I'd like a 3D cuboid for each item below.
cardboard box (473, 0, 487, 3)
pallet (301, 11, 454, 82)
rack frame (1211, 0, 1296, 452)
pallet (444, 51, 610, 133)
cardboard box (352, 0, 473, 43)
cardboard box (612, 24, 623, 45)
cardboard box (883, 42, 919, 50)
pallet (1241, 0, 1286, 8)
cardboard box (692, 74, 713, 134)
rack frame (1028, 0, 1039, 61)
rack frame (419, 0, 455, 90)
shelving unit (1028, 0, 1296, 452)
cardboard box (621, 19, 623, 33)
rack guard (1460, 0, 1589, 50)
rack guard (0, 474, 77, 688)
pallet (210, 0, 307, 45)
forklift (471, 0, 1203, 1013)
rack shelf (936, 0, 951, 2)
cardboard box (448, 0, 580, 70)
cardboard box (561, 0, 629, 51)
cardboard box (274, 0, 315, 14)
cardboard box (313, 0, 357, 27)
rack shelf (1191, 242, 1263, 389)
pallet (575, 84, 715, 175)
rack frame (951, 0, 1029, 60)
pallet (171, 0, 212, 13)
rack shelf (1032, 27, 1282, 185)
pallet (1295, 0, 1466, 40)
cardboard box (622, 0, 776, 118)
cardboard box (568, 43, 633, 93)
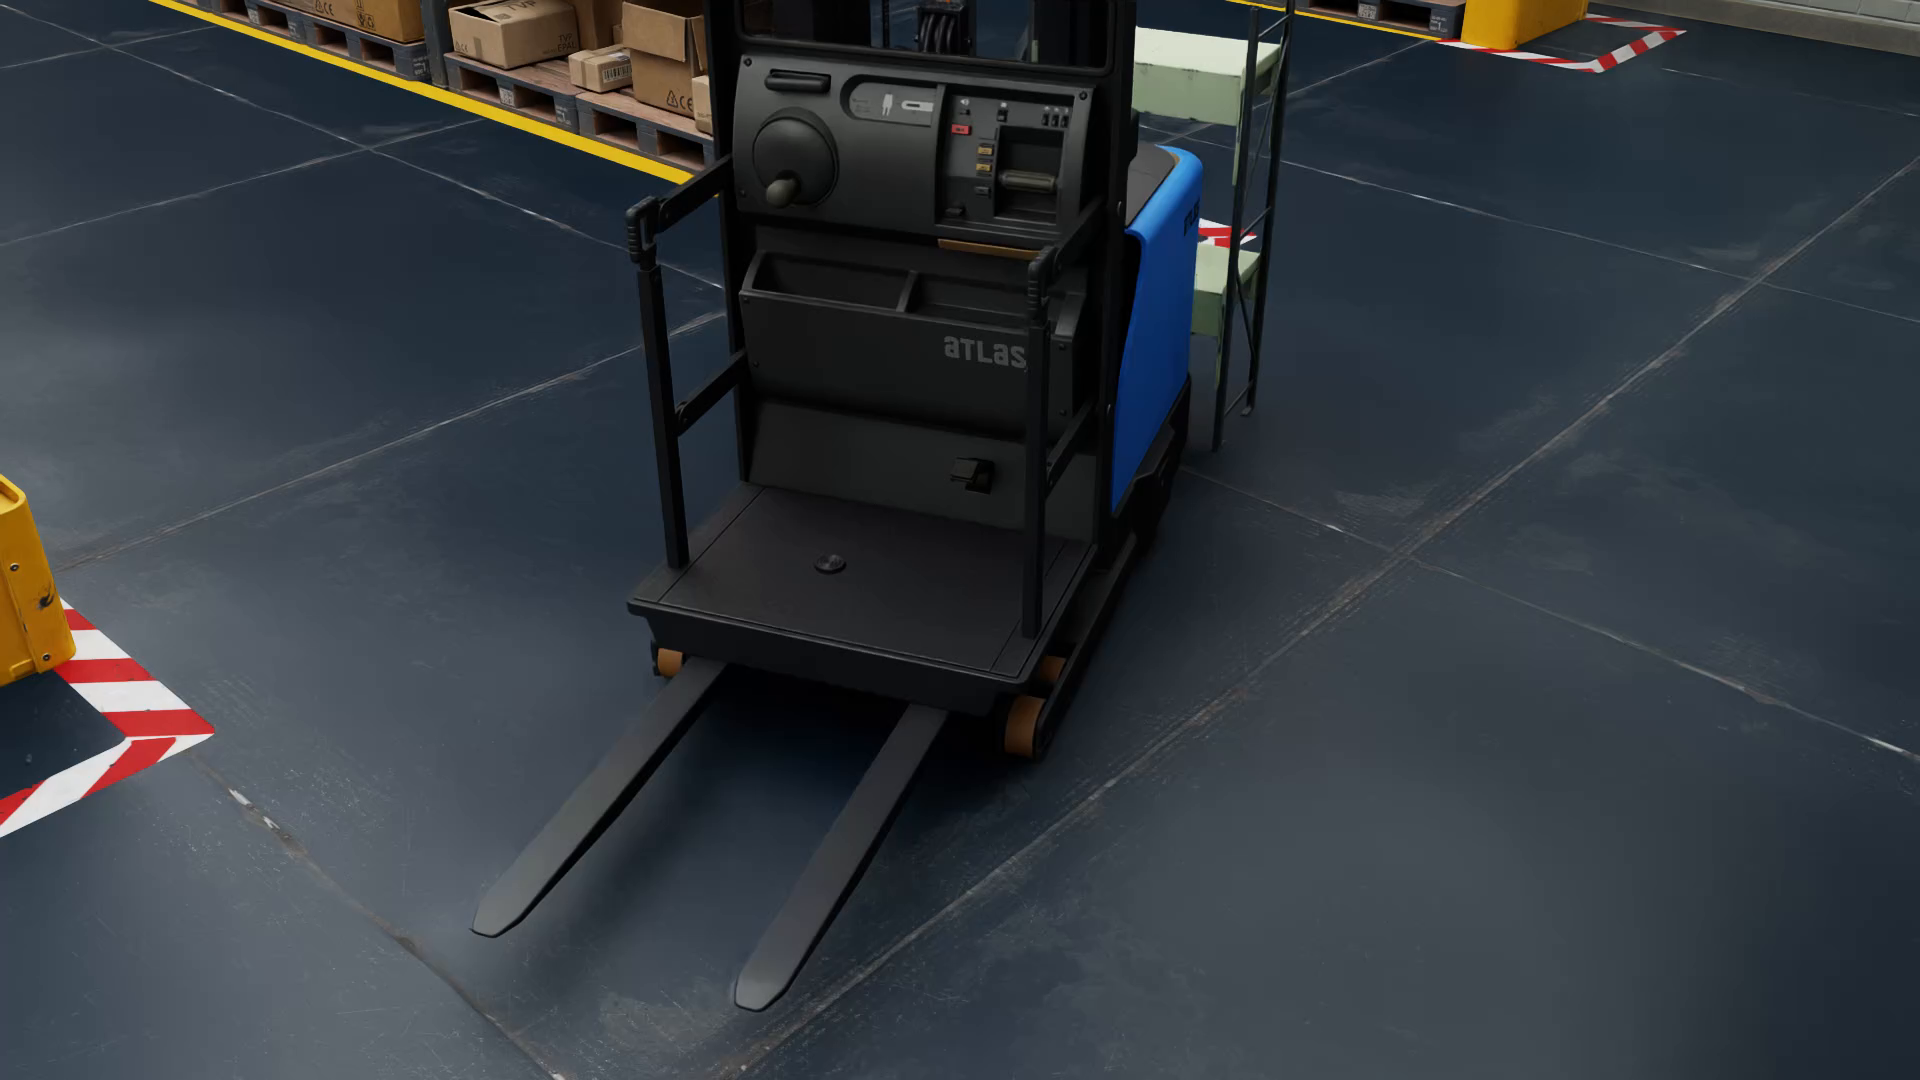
[{"bbox_3d":[-2.860,-3.455,10.078,0.500,0.500,0.500,23,38,33],"label":"cardboard box"},{"bbox_3d":[-3.293,-3.149,10.277,1.213,0.211,1.003,25,39,35],"label":"pallet"},{"bbox_3d":[0.973,-1.040,5.524,0.023,1.500,0.400,15,34,23],"label":"rack frame"},{"bbox_3d":[-2.156,-2.644,9.438,1.213,0.211,1.003,25,39,35],"label":"pallet"},{"bbox_3d":[-3.223,-3.256,9.747,0.500,0.500,0.500,25,39,35],"label":"cardboard box"},{"bbox_3d":[-1.734,-2.848,9.411,0.250,0.149,0.380,25,39,35],"label":"cardboard box"},{"bbox_3d":[-0.268,-1.904,7.502,0.500,0.500,0.500,25,39,35],"label":"cardboard box"},{"bbox_3d":[2.076,-4.062,11.794,1.213,0.211,1.003,25,39,35],"label":"pallet"},{"bbox_3d":[-0.952,-2.137,8.131,0.500,0.250,0.500,25,39,35],"label":"cardboard box"},{"bbox_3d":[0.321,-1.212,5.810,0.023,1.500,0.400,15,34,23],"label":"rack frame"},{"bbox_3d":[-2.665,-4.077,9.114,0.127,3.000,1.000,25,39,35],"label":"rack frame"},{"bbox_3d":[0.647,-1.126,5.667,0.755,1.500,0.431,15,34,23],"label":"shelving unit"},{"bbox_3d":[-1.496,-2.765,9.115,0.500,0.311,0.500,25,39,35],"label":"cardboard box"},{"bbox_3d":[3.640,-3.509,10.594,0.348,0.500,1.175,25,39,35],"label":"rack guard"},{"bbox_3d":[-2.999,0.275,4.309,0.348,0.500,1.175,25,39,35],"label":"rack guard"},{"bbox_3d":[-4.202,-3.571,10.978,1.213,0.211,1.003,25,39,35],"label":"pallet"},{"bbox_3d":[-0.199,-0.929,3.951,1.130,2.935,3.031,10,33,17],"label":"forklift"},{"bbox_3d":[-1.182,-3.076,8.150,4.000,0.370,1.077,25,39,35],"label":"rack shelf"},{"bbox_3d":[-2.499,-2.885,9.315,0.500,0.311,0.500,25,39,35],"label":"cardboard box"},{"bbox_3d":[-2.052,-3.106,9.498,0.500,0.500,0.500,25,39,35],"label":"cardboard box"},{"bbox_3d":[-3.956,-3.604,10.325,0.500,0.500,0.500,26,39,36],"label":"cardboard box"},{"bbox_3d":[-3.584,-3.430,10.036,0.500,0.500,0.500,25,39,35],"label":"cardboard box"},{"bbox_3d":[0.647,-0.847,5.835,0.720,0.370,0.431,15,34,23],"label":"rack shelf"},{"bbox_3d":[-1.248,-2.222,8.736,1.213,0.211,1.003,25,39,35],"label":"pallet"},{"bbox_3d":[0.301,-2.692,6.814,0.127,3.000,1.000,25,39,35],"label":"rack frame"},{"bbox_3d":[-5.103,-3.994,11.679,1.213,0.211,1.003,25,39,35],"label":"pallet"},{"bbox_3d":[0.647,-1.461,5.465,0.720,0.370,0.431,15,34,23],"label":"rack shelf"},{"bbox_3d":[2.977,-3.640,11.092,1.213,0.211,1.003,25,39,35],"label":"pallet"},{"bbox_3d":[-1.269,-2.548,8.567,0.637,0.503,0.797,25,39,35],"label":"cardboard box"},{"bbox_3d":[-1.851,-2.528,8.861,0.250,0.166,0.380,25,39,35],"label":"cardboard box"}]
